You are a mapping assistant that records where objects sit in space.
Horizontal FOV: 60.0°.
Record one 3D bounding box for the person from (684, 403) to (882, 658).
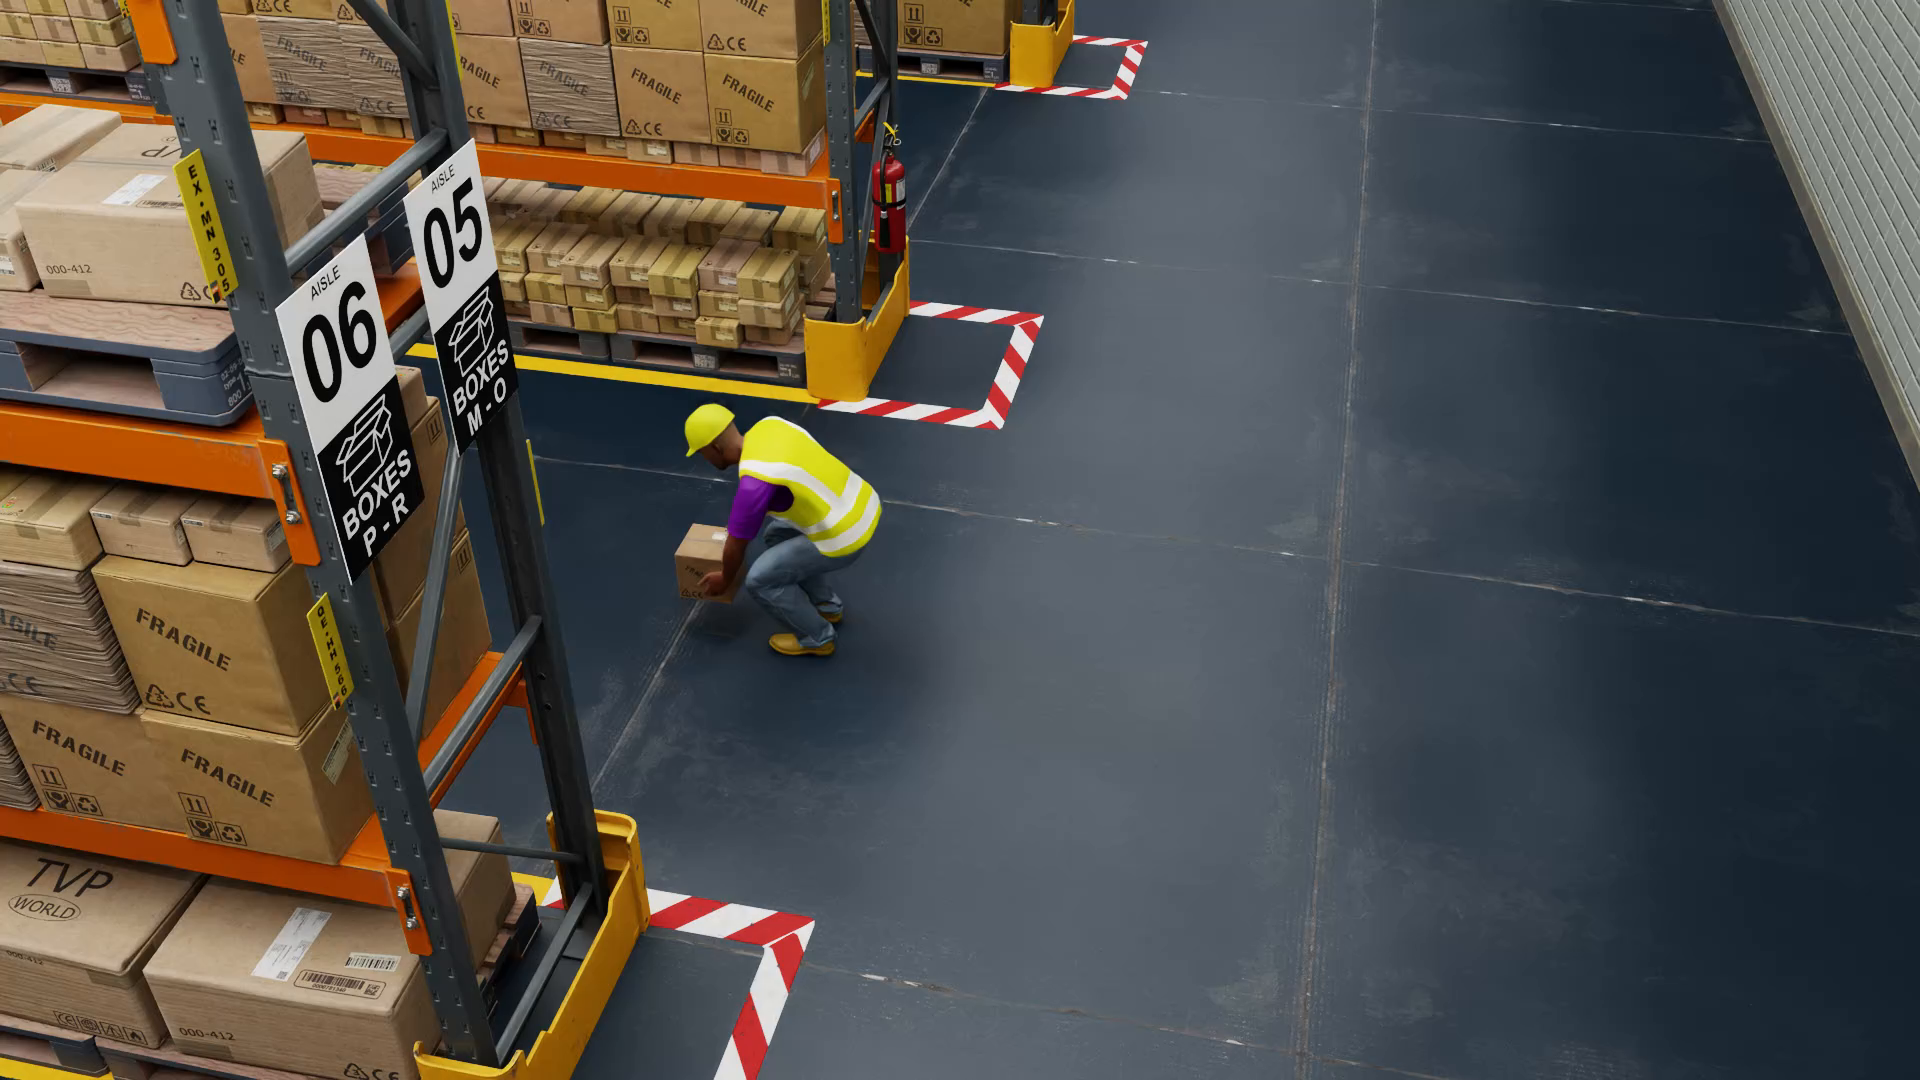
[{"bbox_3d":[-0.784,-0.045,7.460,0.831,1.230,0.623,7,37,10],"label":"person"}]
